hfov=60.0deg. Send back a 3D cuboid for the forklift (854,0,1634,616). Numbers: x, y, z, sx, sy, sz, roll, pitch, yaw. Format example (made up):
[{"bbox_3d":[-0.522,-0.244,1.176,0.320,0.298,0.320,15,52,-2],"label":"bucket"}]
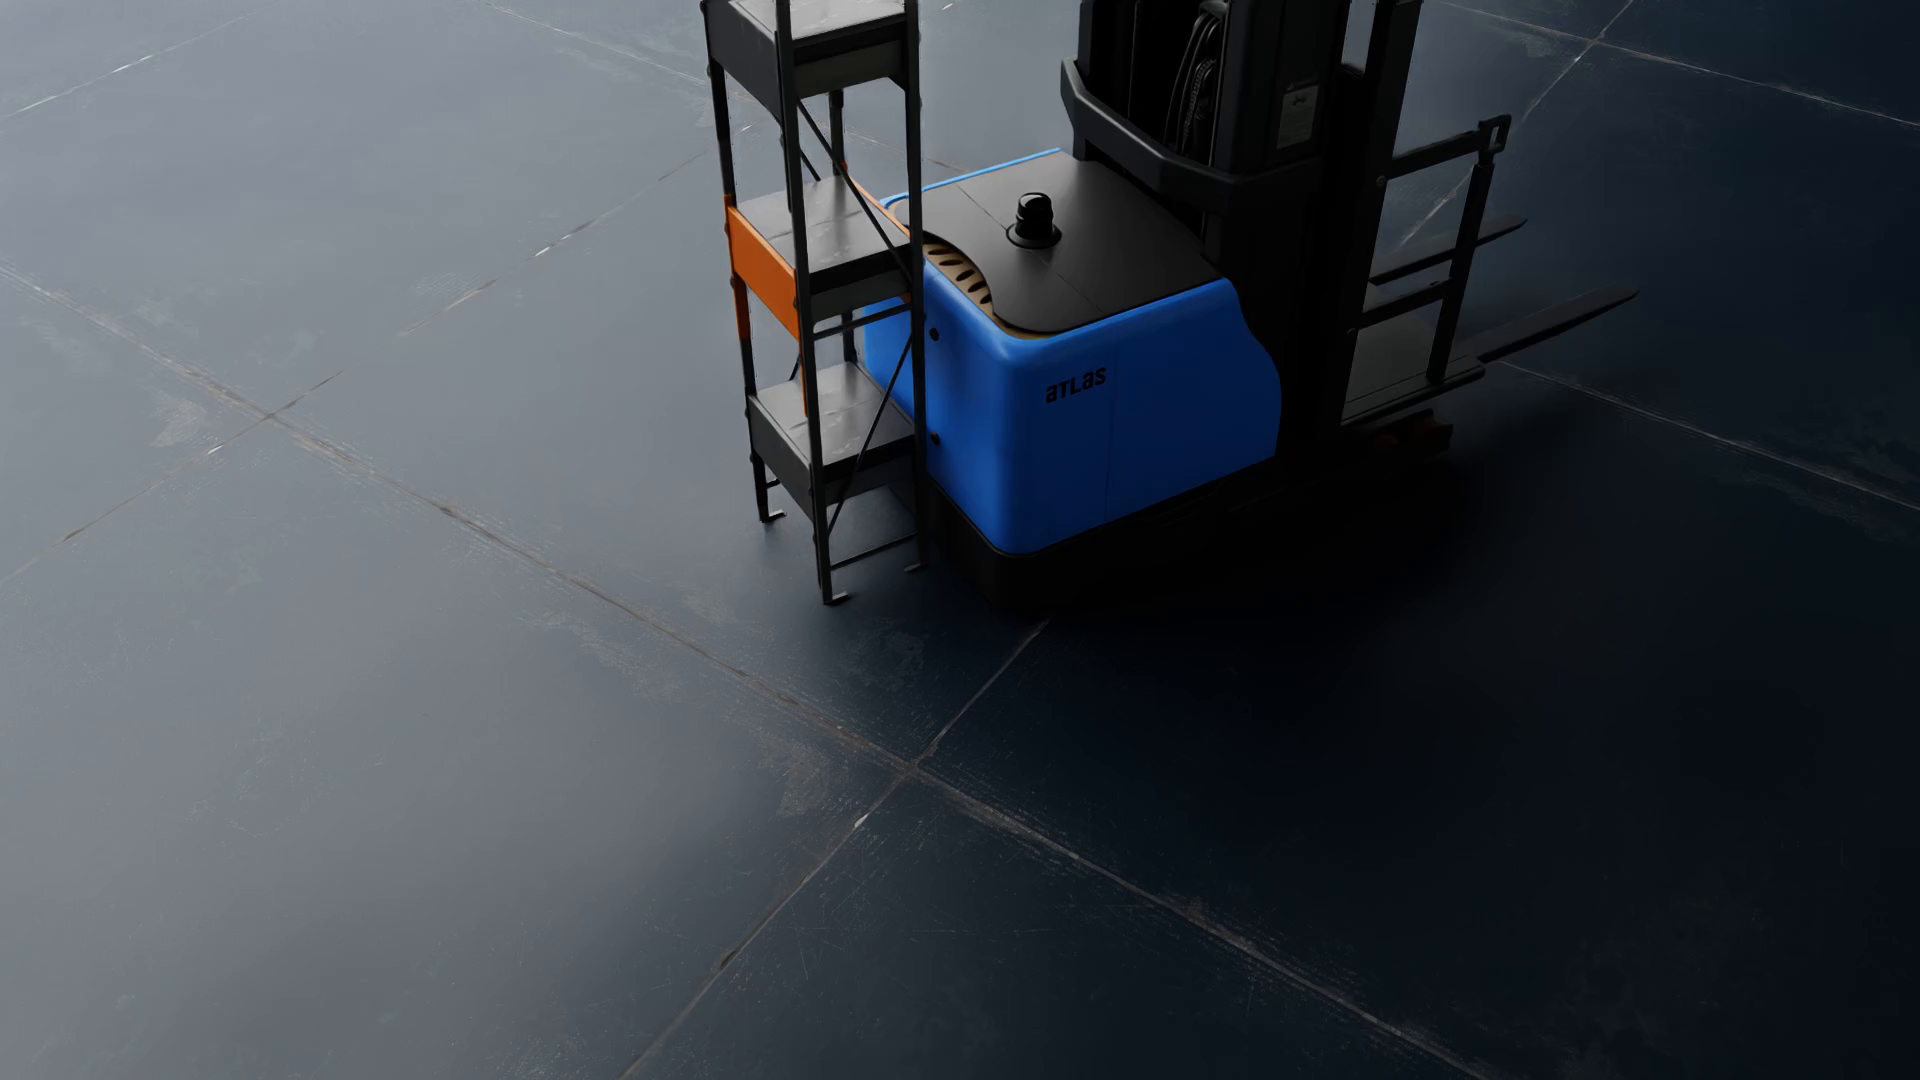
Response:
[{"bbox_3d":[1.163,-1.578,5.316,3.031,2.935,1.130,-21,46,-22],"label":"forklift"}]

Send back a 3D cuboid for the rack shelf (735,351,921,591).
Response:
[{"bbox_3d":[-0.435,-0.232,5.504,0.431,0.518,0.480,-21,46,-22],"label":"rack shelf"}]

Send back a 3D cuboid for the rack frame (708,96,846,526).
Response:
[{"bbox_3d":[-0.558,-0.904,5.185,0.400,2.100,0.015,-21,46,-22],"label":"rack frame"}]

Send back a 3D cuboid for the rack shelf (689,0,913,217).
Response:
[{"bbox_3d":[-0.435,-1.275,4.571,0.431,0.518,0.480,-21,46,-22],"label":"rack shelf"}]

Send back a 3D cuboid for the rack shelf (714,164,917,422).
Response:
[{"bbox_3d":[-0.435,-0.753,5.038,0.431,0.518,0.480,-21,46,-22],"label":"rack shelf"}]

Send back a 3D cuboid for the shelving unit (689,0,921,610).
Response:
[{"bbox_3d":[-0.435,-0.764,5.029,0.431,2.100,0.503,-21,46,-22],"label":"shelving unit"}]

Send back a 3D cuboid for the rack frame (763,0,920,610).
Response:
[{"bbox_3d":[-0.311,-0.623,4.872,0.400,2.100,0.015,-21,46,-22],"label":"rack frame"}]
